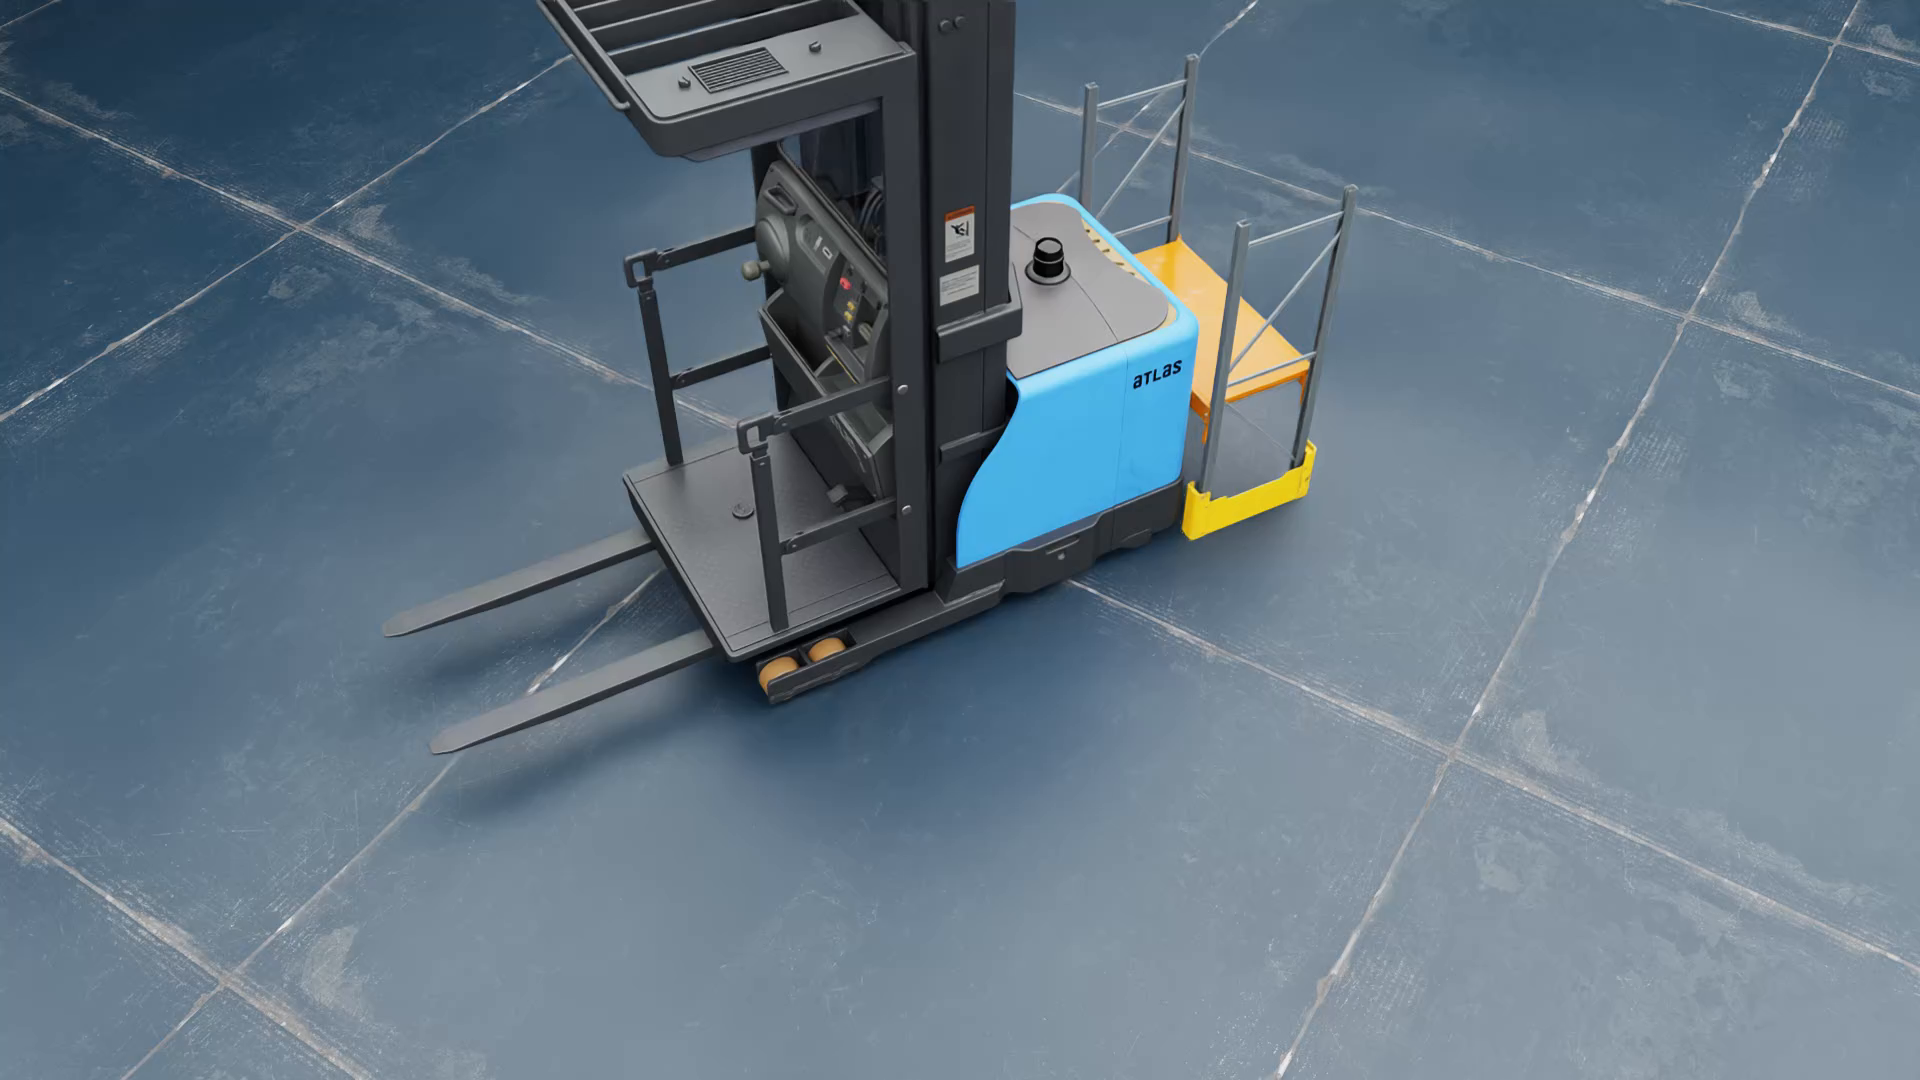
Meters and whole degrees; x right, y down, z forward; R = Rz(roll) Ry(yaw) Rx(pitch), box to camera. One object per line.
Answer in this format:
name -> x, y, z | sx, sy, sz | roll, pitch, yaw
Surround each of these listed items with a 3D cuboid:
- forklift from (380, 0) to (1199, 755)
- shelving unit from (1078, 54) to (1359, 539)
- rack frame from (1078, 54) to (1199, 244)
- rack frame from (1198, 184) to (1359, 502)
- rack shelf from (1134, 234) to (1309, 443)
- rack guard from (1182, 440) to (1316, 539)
forklift -> -0.651, -0.861, 5.543 | 3.031, 2.935, 1.130 | -22, 50, -20
shelving unit -> 0.946, -0.960, 6.637 | 0.587, 1.500, 1.083 | -21, 49, -19
rack frame -> 0.705, -1.288, 6.956 | 0.500, 1.500, 0.032 | -21, 49, -19
rack frame -> 1.178, -0.643, 6.329 | 0.500, 1.500, 0.032 | -21, 49, -19
rack shelf -> 0.941, -0.840, 6.771 | 0.538, 0.185, 1.000 | -21, 49, -19
rack guard -> 1.177, -0.208, 6.778 | 0.587, 0.250, 0.087 | -21, 49, -19
